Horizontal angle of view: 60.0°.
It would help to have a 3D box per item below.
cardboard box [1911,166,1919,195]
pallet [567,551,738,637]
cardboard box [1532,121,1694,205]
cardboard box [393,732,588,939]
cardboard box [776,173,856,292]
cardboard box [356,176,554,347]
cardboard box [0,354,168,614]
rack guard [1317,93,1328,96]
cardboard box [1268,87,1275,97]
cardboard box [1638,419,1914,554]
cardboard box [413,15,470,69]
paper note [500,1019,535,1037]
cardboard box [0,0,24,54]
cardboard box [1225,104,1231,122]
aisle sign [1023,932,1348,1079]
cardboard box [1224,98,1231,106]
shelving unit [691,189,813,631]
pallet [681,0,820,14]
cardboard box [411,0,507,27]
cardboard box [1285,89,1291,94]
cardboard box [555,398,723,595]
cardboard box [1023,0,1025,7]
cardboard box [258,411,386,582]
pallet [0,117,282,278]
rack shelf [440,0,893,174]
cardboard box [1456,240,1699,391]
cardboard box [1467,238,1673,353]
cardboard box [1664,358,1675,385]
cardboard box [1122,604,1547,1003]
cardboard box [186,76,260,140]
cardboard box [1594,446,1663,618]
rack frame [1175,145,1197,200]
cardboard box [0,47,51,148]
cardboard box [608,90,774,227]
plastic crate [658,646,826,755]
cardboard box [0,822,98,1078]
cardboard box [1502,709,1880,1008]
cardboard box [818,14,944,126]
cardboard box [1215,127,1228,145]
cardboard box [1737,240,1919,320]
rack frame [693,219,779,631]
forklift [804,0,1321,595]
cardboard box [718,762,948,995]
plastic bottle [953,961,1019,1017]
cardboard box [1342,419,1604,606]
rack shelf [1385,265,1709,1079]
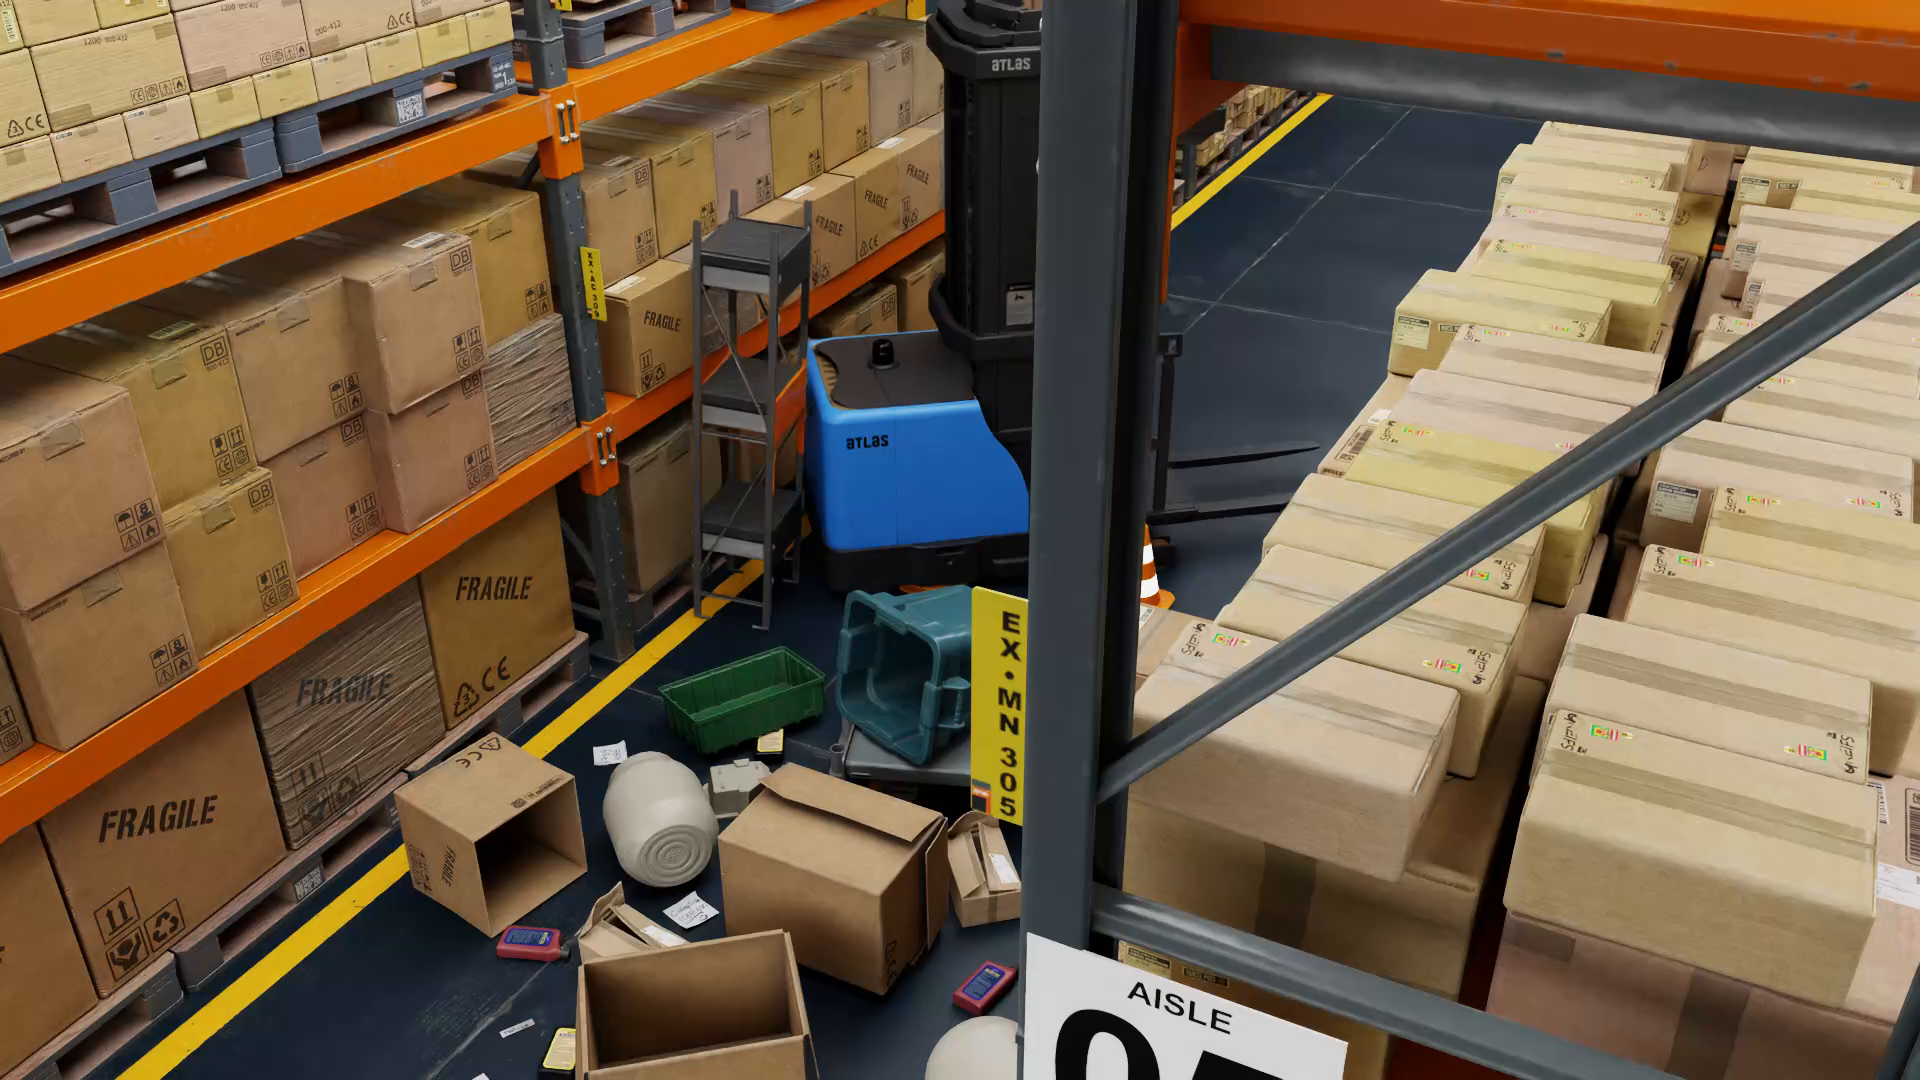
[{"bbox_3d":[2.366,-0.963,4.354,0.380,0.149,0.250,13,33,22],"label":"cardboard box"},{"bbox_3d":[-1.802,0.024,8.997,1.003,0.211,1.213,14,33,23],"label":"pallet"},{"bbox_3d":[1.711,-0.983,4.389,0.380,0.149,0.250,13,32,22],"label":"cardboard box"},{"bbox_3d":[-1.880,1.178,6.695,0.500,0.500,0.500,21,36,32],"label":"cardboard box"},{"bbox_3d":[-0.916,-1.712,9.118,0.500,0.500,0.500,15,33,24],"label":"cardboard box"},{"bbox_3d":[-2.285,-1.204,7.099,0.875,0.550,0.550,14,33,23],"label":"cardboard box"},{"bbox_3d":[-3.161,-0.224,5.393,0.875,0.550,0.550,14,33,23],"label":"cardboard box"},{"bbox_3d":[3.346,-5.028,17.504,1.175,0.500,0.348,14,33,23],"label":"rack guard"},{"bbox_3d":[2.801,-4.349,15.954,0.380,0.149,0.250,16,34,26],"label":"cardboard box"},{"bbox_3d":[1.365,-0.062,2.785,0.380,0.149,0.250,14,33,23],"label":"cardboard box"},{"bbox_3d":[-2.082,-1.898,6.261,0.380,0.149,0.250,15,33,24],"label":"cardboard box"},{"bbox_3d":[-1.628,1.795,6.115,0.123,0.001,0.032,-18,34,-28],"label":"paper note"},{"bbox_3d":[-2.893,-1.455,4.689,0.380,0.149,0.250,14,33,23],"label":"cardboard box"},{"bbox_3d":[2.248,-3.903,15.178,0.380,0.149,0.250,13,32,21],"label":"cardboard box"},{"bbox_3d":[0.258,0.859,2.131,0.394,0.787,0.004,14,33,23],"label":"aisle sign"},{"bbox_3d":[2.247,-4.035,15.108,0.380,0.149,0.250,13,32,22],"label":"cardboard box"},{"bbox_3d":[-1.025,-0.602,8.147,0.431,2.100,0.503,10,30,9],"label":"shelving unit"},{"bbox_3d":[-1.017,-3.024,8.682,1.003,0.211,1.213,16,33,26],"label":"pallet"},{"bbox_3d":[-2.082,-2.140,6.282,0.500,0.250,0.500,14,33,23],"label":"cardboard box"},{"bbox_3d":[3.102,-4.577,16.649,0.380,0.149,0.250,14,33,23],"label":"cardboard box"},{"bbox_3d":[-1.884,-0.328,8.647,1.050,0.750,0.750,14,33,23],"label":"cardboard box"},{"bbox_3d":[0.261,-3.940,12.332,0.380,0.149,0.250,15,33,25],"label":"cardboard box"},{"bbox_3d":[-2.825,-0.263,6.546,0.875,0.550,0.550,14,33,23],"label":"cardboard box"},{"bbox_3d":[-3.025,-1.189,5.386,1.003,0.211,1.213,14,33,23],"label":"pallet"},{"bbox_3d":[-1.175,-2.702,8.653,1.077,0.370,4.000,14,33,23],"label":"rack shelf"},{"bbox_3d":[1.456,-0.530,4.001,0.500,0.250,0.500,15,33,24],"label":"cardboard box"},{"bbox_3d":[1.298,-0.512,3.569,0.380,0.149,0.250,15,33,24],"label":"cardboard box"},{"bbox_3d":[1.673,-0.517,4.378,0.380,0.149,0.250,15,33,25],"label":"cardboard box"},{"bbox_3d":[0.537,0.372,2.429,0.500,0.250,0.500,14,33,23],"label":"cardboard box"},{"bbox_3d":[-2.546,-1.444,5.471,0.380,0.149,0.250,14,33,23],"label":"cardboard box"},{"bbox_3d":[1.462,0.042,3.004,0.500,0.250,0.500,15,33,25],"label":"cardboard box"},{"bbox_3d":[1.558,-4.373,13.853,1.000,3.000,0.127,14,33,23],"label":"rack frame"},{"bbox_3d":[-3.001,-1.248,4.729,0.500,0.250,0.500,14,33,23],"label":"cardboard box"},{"bbox_3d":[-1.402,-1.977,8.576,0.700,0.500,0.500,15,33,24],"label":"cardboard box"},{"bbox_3d":[-0.999,0.742,7.711,0.662,0.188,0.450,-18,24,-28],"label":"plastic crate"},{"bbox_3d":[-3.658,1.371,5.563,0.875,0.875,0.875,14,33,24],"label":"cardboard box"},{"bbox_3d":[0.888,0.376,2.022,0.380,0.149,0.250,14,33,23],"label":"cardboard box"},{"bbox_3d":[-0.478,-2.880,10.148,0.700,0.500,0.500,14,33,23],"label":"cardboard box"},{"bbox_3d":[2.198,-3.647,15.030,0.380,0.149,0.250,14,33,23],"label":"cardboard box"},{"bbox_3d":[1.885,-0.505,3.557,0.380,0.149,0.250,15,33,24],"label":"cardboard box"},{"bbox_3d":[-1.081,-0.489,7.938,0.400,2.100,0.015,10,30,9],"label":"rack frame"},{"bbox_3d":[0.695,-1.339,8.639,3.031,2.935,1.130,-6,30,-10],"label":"forklift"},{"bbox_3d":[-0.491,1.279,6.380,0.797,0.637,0.503,14,33,23],"label":"cardboard box"},{"bbox_3d":[0.109,1.673,6.276,0.133,0.061,0.283,21,36,32],"label":"plastic bottle"},{"bbox_3d":[0.848,-0.053,2.770,0.380,0.149,0.250,15,33,24],"label":"cardboard box"},{"bbox_3d":[1.455,0.150,3.687,1.077,0.370,4.000,14,33,23],"label":"rack shelf"}]
